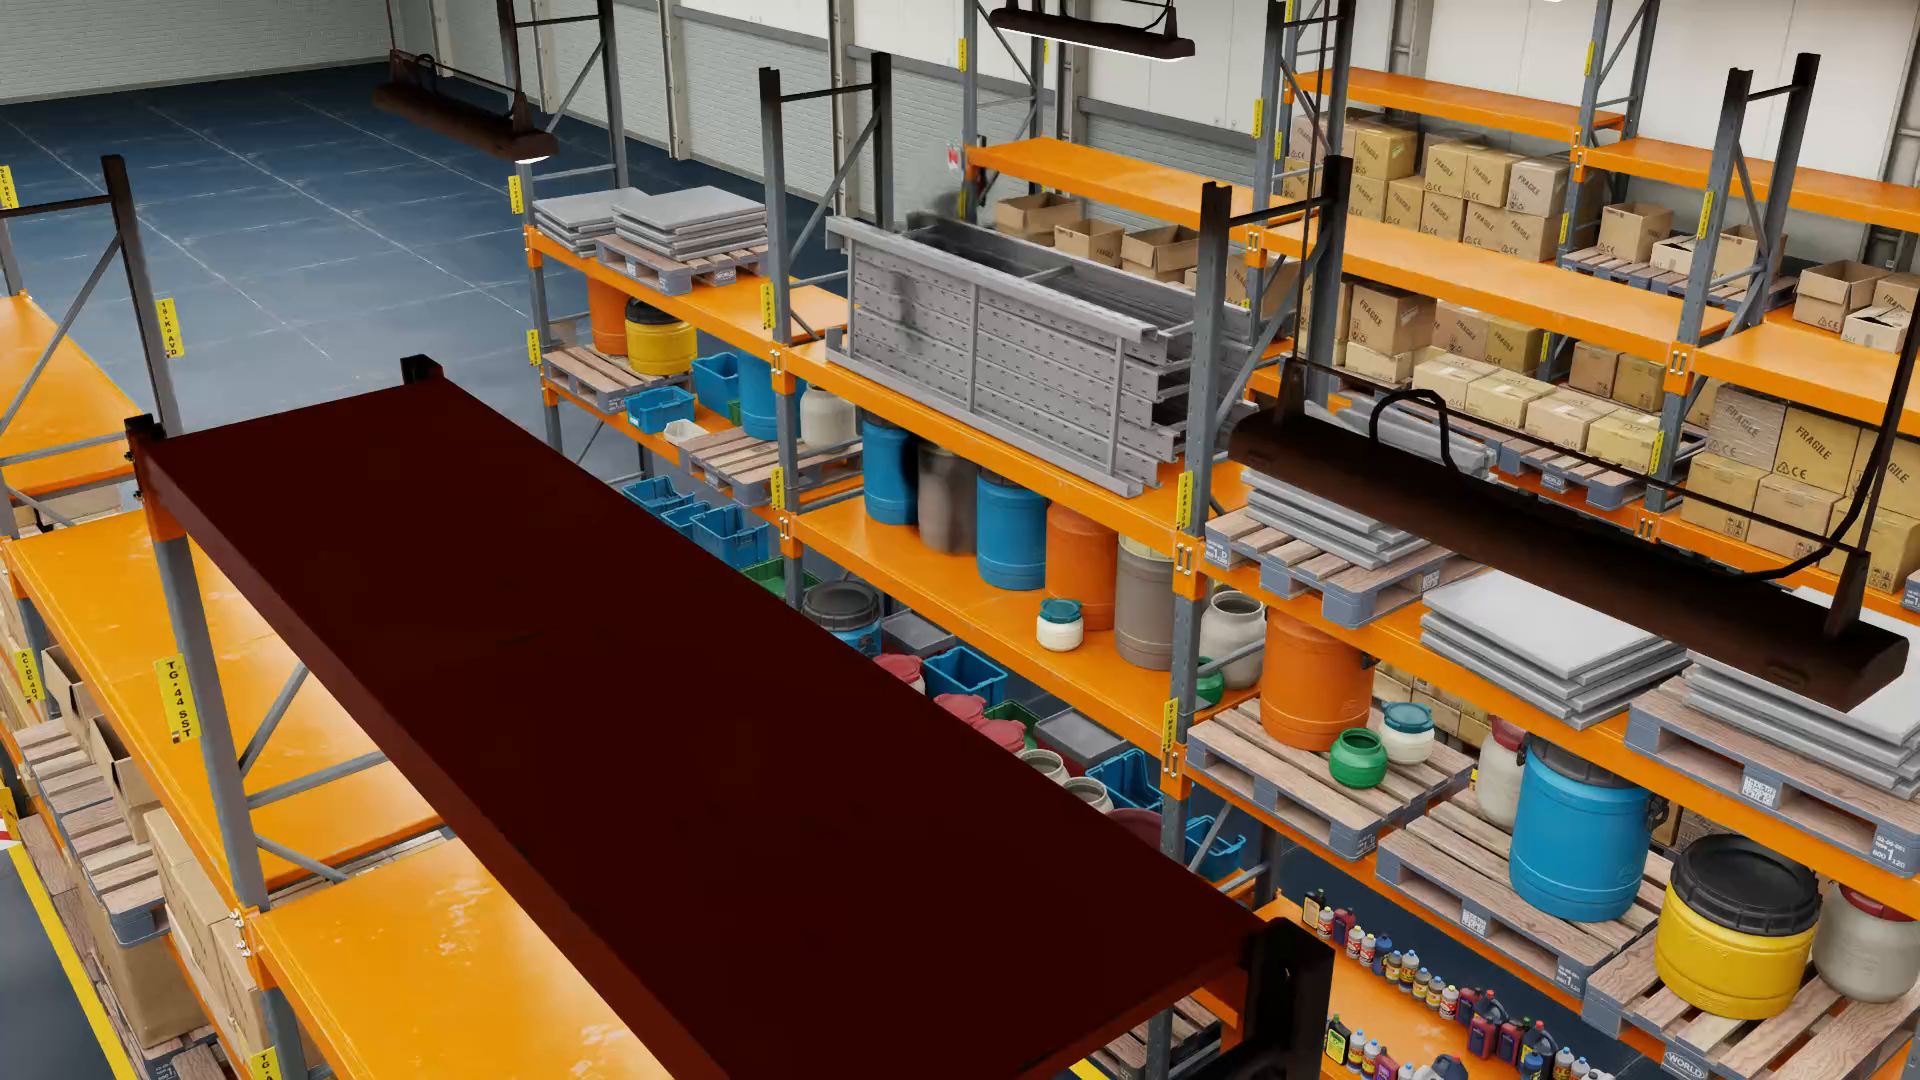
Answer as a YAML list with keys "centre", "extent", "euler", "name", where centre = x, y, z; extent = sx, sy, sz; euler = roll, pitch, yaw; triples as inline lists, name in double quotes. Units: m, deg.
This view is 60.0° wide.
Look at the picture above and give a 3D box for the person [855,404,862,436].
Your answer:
- centre: [-1.387, -1.682, 19.987]
  extent: [0.626, 1.531, 0.540]
  euler: [-3, 26, -7]
  name: "person"
